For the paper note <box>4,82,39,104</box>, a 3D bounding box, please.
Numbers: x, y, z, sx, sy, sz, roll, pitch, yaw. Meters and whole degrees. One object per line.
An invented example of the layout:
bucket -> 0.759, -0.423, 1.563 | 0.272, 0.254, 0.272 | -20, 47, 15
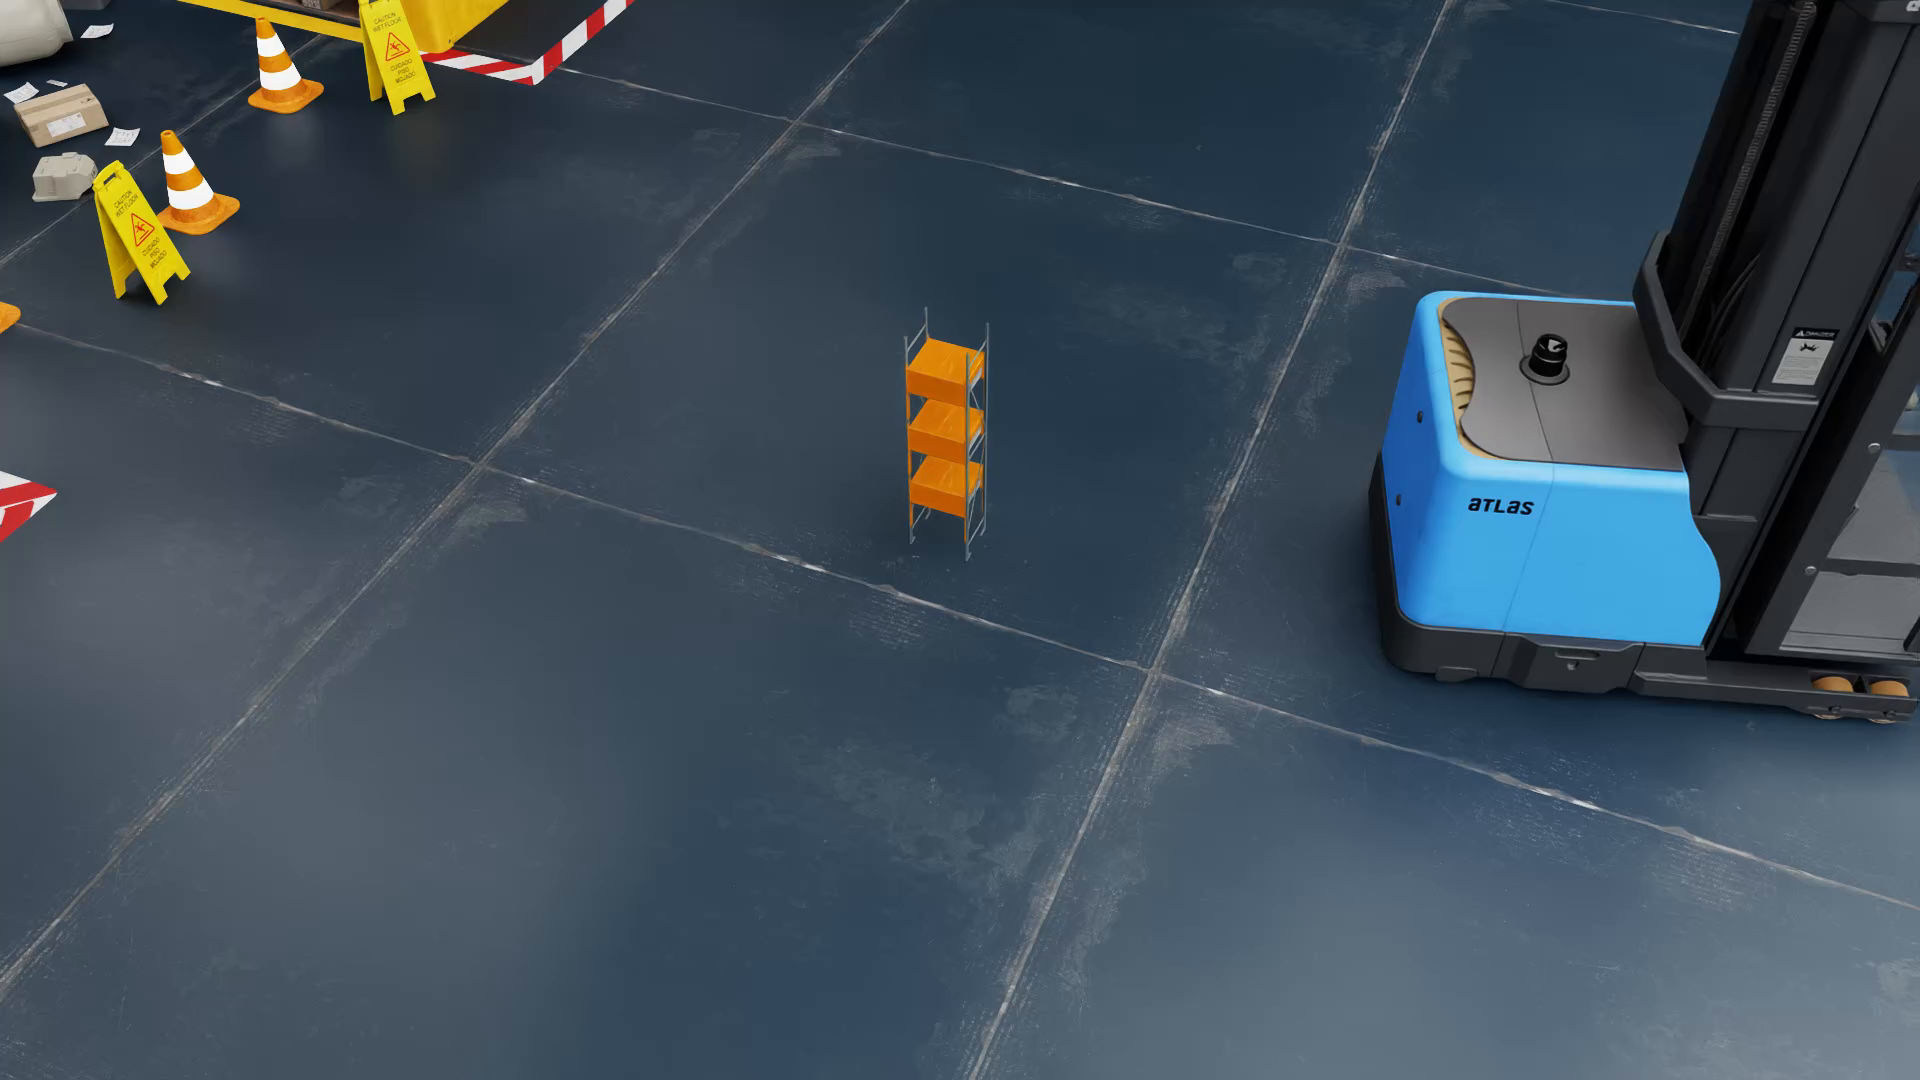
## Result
paper note -> -5.209, -2.485, 9.234 | 0.142, 0.019, 0.148 | 33, 54, 29

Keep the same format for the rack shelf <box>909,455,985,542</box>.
rack shelf -> -0.049, -0.182, 6.598 | 0.240, 0.259, 0.215 | 16, 47, 16

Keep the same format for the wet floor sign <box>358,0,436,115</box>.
wet floor sign -> -3.080, -2.669, 8.975 | 0.232, 0.644, 0.267 | 33, 54, 29

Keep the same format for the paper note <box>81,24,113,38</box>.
paper note -> -5.044, -2.980, 9.723 | 0.148, 0.019, 0.142 | 2, 45, 2

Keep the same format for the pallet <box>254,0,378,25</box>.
pallet -> -3.650, -3.528, 10.146 | 1.213, 0.211, 1.003 | 16, 47, 16

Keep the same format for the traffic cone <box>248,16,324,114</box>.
traffic cone -> -3.737, -2.630, 9.065 | 0.334, 0.463, 0.336 | 16, 47, 16

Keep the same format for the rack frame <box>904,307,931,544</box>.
rack frame -> -0.162, -0.420, 6.428 | 0.008, 1.050, 0.200 | 16, 47, 16

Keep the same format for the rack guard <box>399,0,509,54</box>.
rack guard -> -2.914, -3.386, 9.799 | 0.348, 0.500, 1.175 | 16, 47, 16

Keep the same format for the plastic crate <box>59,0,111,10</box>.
plastic crate -> -5.402, -3.343, 10.053 | 0.583, 0.080, 0.402 | 2, 45, 2

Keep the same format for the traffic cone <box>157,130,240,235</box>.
traffic cone -> -3.851, -1.815, 8.246 | 0.334, 0.463, 0.336 | 16, 47, 16

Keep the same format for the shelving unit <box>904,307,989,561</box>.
shelving unit -> -0.049, -0.387, 6.394 | 0.252, 1.050, 0.215 | 16, 47, 16

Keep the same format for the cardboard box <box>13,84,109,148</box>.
cardboard box -> -4.830, -2.282, 8.938 | 0.380, 0.149, 0.250 | -28, 51, -25

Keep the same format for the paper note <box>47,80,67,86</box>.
paper note -> -5.059, -2.560, 9.316 | 0.123, 0.001, 0.032 | 16, 47, 16

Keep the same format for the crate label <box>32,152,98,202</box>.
crate label -> -4.600, -1.872, 8.535 | 0.298, 0.136, 0.250 | -5, 45, -5

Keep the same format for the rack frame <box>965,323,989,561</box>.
rack frame -> 0.063, -0.354, 6.361 | 0.008, 1.050, 0.200 | 16, 47, 16

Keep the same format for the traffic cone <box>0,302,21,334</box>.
traffic cone -> -4.600, -1.171, 7.599 | 0.334, 0.463, 0.336 | 16, 47, 16

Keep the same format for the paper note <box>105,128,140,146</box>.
paper note -> -4.482, -2.160, 8.900 | 0.142, 0.019, 0.148 | 2, 45, 2

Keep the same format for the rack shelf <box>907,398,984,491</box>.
rack shelf -> -0.049, -0.379, 6.402 | 0.240, 0.259, 0.215 | 16, 47, 16

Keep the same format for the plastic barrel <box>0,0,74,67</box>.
plastic barrel -> -5.333, -2.914, 9.379 | 0.512, 0.421, 0.421 | -20, 48, -19

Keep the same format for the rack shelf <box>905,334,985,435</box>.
rack shelf -> -0.049, -0.580, 6.202 | 0.240, 0.259, 0.215 | 16, 47, 16

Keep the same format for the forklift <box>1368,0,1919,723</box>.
forklift -> 3.140, -0.766, 5.442 | 3.031, 2.935, 1.130 | 4, 45, 4

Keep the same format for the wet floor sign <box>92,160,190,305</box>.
wet floor sign -> -3.867, -1.449, 7.748 | 0.232, 0.644, 0.267 | 9, 46, 9
